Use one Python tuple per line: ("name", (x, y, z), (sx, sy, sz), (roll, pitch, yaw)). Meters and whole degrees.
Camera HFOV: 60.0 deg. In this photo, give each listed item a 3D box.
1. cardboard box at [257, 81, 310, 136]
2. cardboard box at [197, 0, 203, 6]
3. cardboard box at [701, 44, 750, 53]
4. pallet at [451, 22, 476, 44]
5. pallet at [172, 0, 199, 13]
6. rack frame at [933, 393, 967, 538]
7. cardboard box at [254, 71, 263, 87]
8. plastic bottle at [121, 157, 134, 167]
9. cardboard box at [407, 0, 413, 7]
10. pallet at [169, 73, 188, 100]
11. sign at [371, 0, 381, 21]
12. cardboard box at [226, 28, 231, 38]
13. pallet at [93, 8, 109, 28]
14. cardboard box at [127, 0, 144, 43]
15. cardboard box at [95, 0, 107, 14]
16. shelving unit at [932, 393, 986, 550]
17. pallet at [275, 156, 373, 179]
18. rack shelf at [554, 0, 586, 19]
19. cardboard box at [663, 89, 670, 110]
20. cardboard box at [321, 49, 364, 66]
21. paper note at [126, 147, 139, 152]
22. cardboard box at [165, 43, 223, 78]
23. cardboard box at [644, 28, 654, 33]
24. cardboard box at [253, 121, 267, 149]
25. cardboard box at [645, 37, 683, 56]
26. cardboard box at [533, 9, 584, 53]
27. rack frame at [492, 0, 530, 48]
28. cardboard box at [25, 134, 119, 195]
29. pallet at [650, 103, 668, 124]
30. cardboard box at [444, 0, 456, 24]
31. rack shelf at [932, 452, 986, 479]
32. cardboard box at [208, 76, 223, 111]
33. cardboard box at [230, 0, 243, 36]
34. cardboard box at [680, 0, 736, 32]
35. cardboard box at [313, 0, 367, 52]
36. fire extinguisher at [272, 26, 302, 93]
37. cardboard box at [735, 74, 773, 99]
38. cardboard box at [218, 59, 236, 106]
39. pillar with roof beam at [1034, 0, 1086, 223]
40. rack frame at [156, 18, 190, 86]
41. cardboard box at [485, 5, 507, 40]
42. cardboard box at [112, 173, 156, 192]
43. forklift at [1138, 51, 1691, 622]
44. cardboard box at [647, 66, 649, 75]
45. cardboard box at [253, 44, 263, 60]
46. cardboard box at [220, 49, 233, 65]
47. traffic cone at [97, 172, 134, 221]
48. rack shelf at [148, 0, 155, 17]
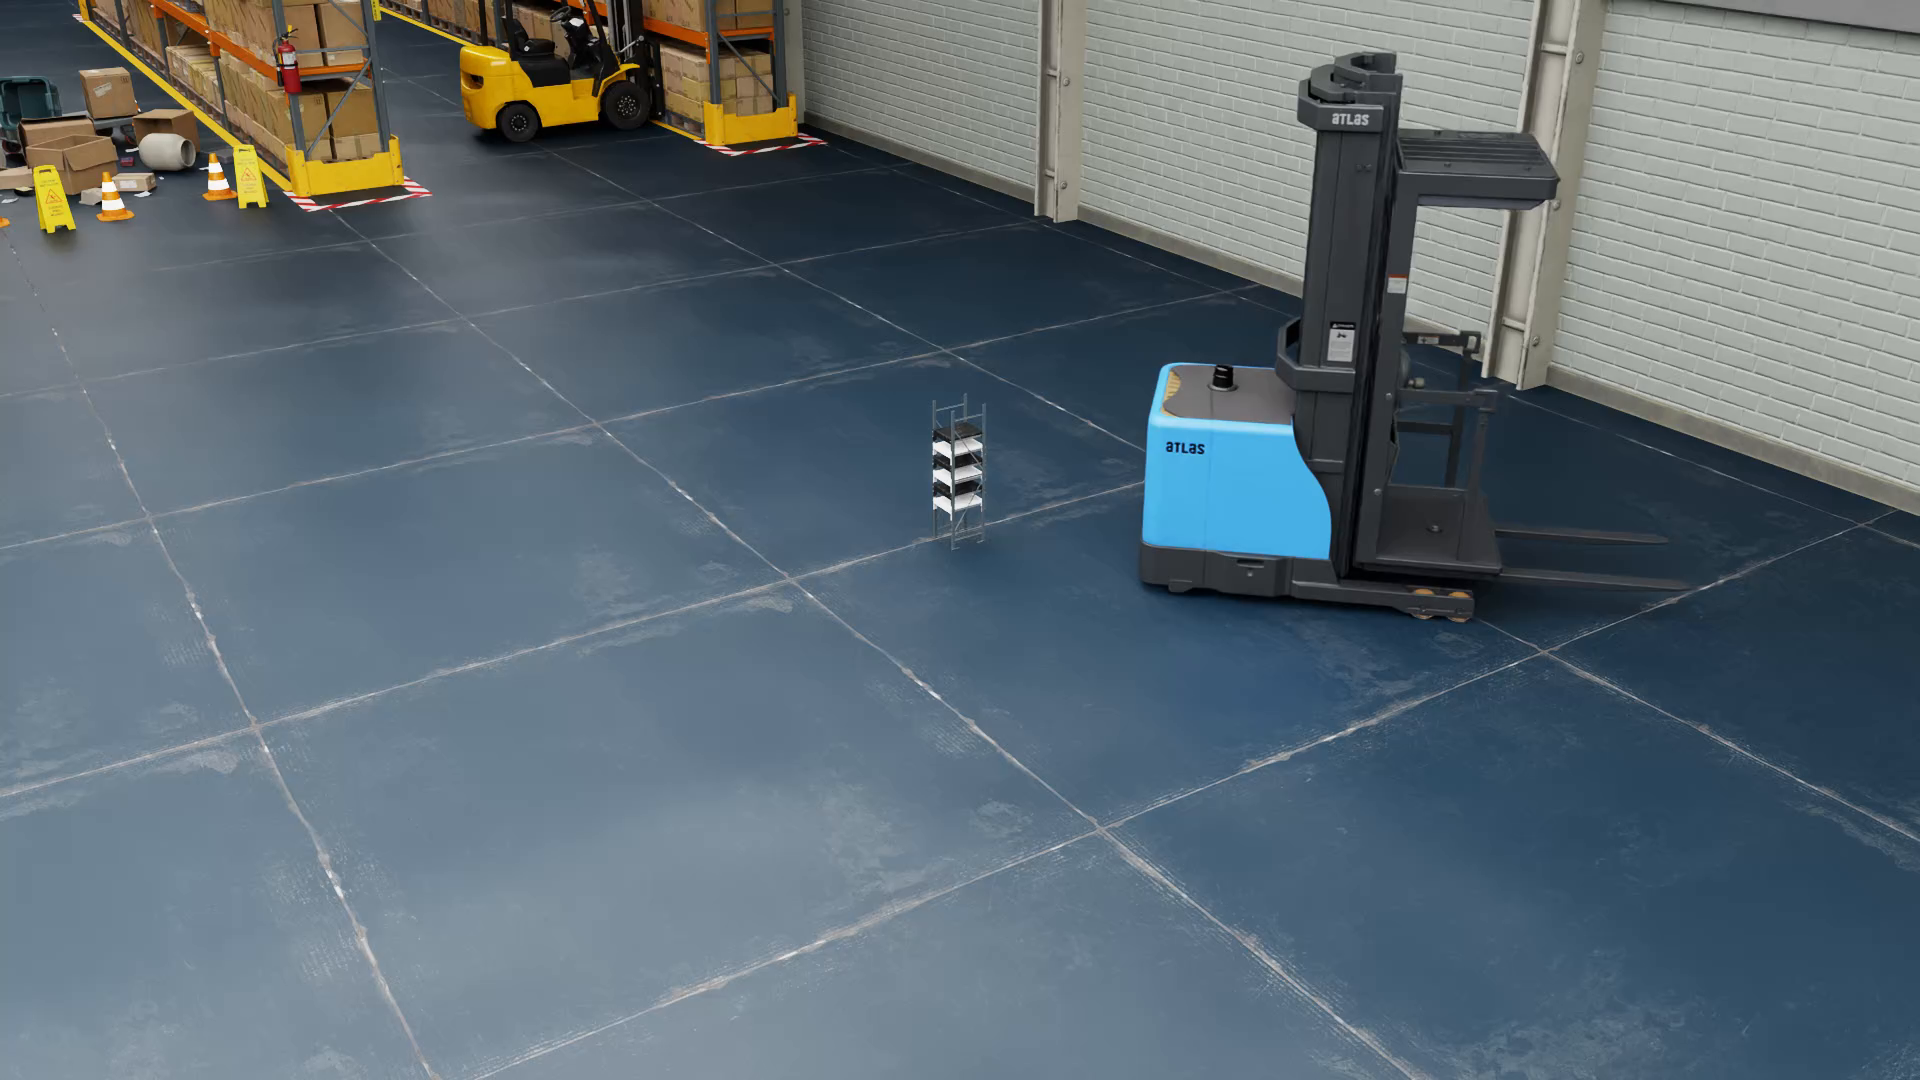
("cardboard box", (-7.735, -4.971, 19.116), (0.500, 0.500, 0.500), (-14, 29, -28))
("cardboard box", (-9.487, -6.900, 21.155), (0.380, 0.149, 0.250), (-15, 29, -29))
("cardboard box", (-3.014, -6.224, 21.478), (0.500, 0.250, 0.500), (-15, 29, -29))
("pallet", (-8.040, -8.744, 28.525), (1.003, 0.211, 1.213), (-16, 29, -30))
("pallet", (-10.044, -7.350, 22.530), (1.003, 0.211, 1.213), (-16, 29, -30))
("rack frame", (-0.060, -0.446, 10.141), (0.240, 0.900, 0.006), (-16, 29, -30))
("cardboard box", (-7.839, -5.284, 19.021), (0.380, 0.149, 0.250), (-15, 29, -29))
("plastic bottle", (-9.842, -4.477, 19.661), (0.133, 0.061, 0.283), (-10, 27, -21))
("cardboard box", (-9.931, -9.936, 30.494), (0.396, 0.266, 0.258), (-14, 29, -28))
("pallet", (-10.733, -6.594, 23.971), (1.003, 0.211, 1.213), (-16, 29, -30))
("sign", (-6.337, -5.791, 17.990), (0.100, 0.325, 0.005), (-16, 29, -30))
("cardboard box", (-8.614, -6.140, 20.038), (0.380, 0.149, 0.250), (-15, 29, -28))
("pallet", (-15.024, -9.467, 30.058), (1.003, 0.211, 1.213), (-16, 29, -30))
("cardboard box", (-12.937, -8.591, 26.933), (0.875, 0.875, 0.875), (-15, 29, -28))
("cardboard box", (-15.082, -9.815, 30.036), (0.875, 0.438, 0.875), (-17, 30, -31))
("shelving unit", (-0.004, -0.410, 10.064), (0.258, 0.900, 0.210), (-16, 29, -30))
("pallet", (-7.247, -4.338, 19.193), (1.003, 0.211, 1.213), (-16, 29, -30))
("rack shelf", (-5.910, -8.252, 25.060), (1.077, 0.370, 4.000), (-16, 29, -30))
("cardboard box", (-3.685, -5.834, 21.822), (0.500, 0.250, 0.500), (-15, 29, -29))
("cardboard box", (-6.804, -5.330, 18.320), (0.380, 0.149, 0.250), (-15, 29, -29))
("paper note", (-10.115, -4.774, 20.328), (0.148, 0.019, 0.142), (-16, 29, -30))
("cardboard box", (-10.859, -6.932, 24.007), (0.950, 0.372, 0.625), (-18, 31, -33))
("cardboard box", (-4.099, -6.952, 23.021), (0.500, 0.250, 0.500), (-16, 30, -30))
("cardboard box", (-8.025, -4.819, 19.674), (0.500, 0.250, 0.500), (-17, 30, -31))
("cardboard box", (-3.985, -6.465, 21.988), (0.500, 0.250, 0.500), (-16, 30, -31))
("cardboard box", (-5.942, -7.710, 25.358), (0.875, 0.625, 0.625), (-17, 30, -32))
("rack frame", (-7.002, -9.293, 26.421), (1.000, 3.000, 0.127), (-16, 29, -30))
("cardboard box", (-9.872, -4.183, 18.521), (0.637, 0.503, 0.797), (7, 26, 15))
("pallet", (-3.749, -5.870, 22.438), (1.003, 0.211, 1.213), (-16, 29, -30))
("cardboard box", (-8.542, -9.190, 28.640), (0.500, 0.500, 0.500), (-17, 30, -31))
("rack shelf", (-0.004, -0.461, 10.040), (0.258, 0.077, 0.200), (-16, 29, -30))
("cardboard box", (-9.264, -5.893, 21.805), (0.950, 0.372, 0.625), (-15, 29, -29))
("cardboard box", (-8.119, -6.129, 19.253), (0.500, 0.500, 0.500), (-15, 29, -29))
("cardboard box", (-3.124, -6.592, 20.582), (0.500, 0.500, 0.500), (-16, 30, -31))
("cardboard box", (-6.818, -5.687, 18.318), (0.500, 0.500, 0.500), (-16, 30, -30))
("fire extinguisher", (-7.115, -5.090, 17.609), (0.296, 0.674, 0.183), (-16, 29, -30))
("cardboard box", (-2.717, -5.821, 21.209), (0.500, 0.250, 0.500), (-15, 29, -29))
("cardboard box", (-8.879, -5.716, 20.695), (0.500, 0.500, 0.500), (-14, 29, -27))
("pillar with roof beam", (-2.591, -6.454, 13.381), (9.100, 9.000, 0.400), (-16, 29, -30))
("rack frame", (-11.159, -8.135, 23.968), (1.000, 3.000, 0.127), (-16, 29, -30))
("cardboard box", (-7.413, -8.454, 27.080), (0.500, 0.500, 0.500), (-15, 29, -28))
("cardboard box", (-9.199, -3.982, 18.511), (0.380, 0.149, 0.250), (-1, 25, -3))
("forklift", (2.600, -1.114, 9.177), (3.031, 2.935, 1.130), (5, 26, 10))
("cardboard box", (-3.997, -6.247, 22.112), (0.500, 0.250, 0.500), (-16, 29, -30))
("cardboard box", (-7.694, -5.490, 18.660), (0.380, 0.149, 0.250), (-15, 29, -29))
("cardboard box", (-8.861, -5.950, 20.432), (0.380, 0.149, 0.250), (-15, 29, -29))
("traffic cone", (-8.852, -3.599, 17.332), (0.336, 0.463, 0.334), (-16, 29, -30))
("rack shelf", (-12.251, -8.525, 25.637), (1.077, 0.370, 4.000), (-16, 29, -30))
